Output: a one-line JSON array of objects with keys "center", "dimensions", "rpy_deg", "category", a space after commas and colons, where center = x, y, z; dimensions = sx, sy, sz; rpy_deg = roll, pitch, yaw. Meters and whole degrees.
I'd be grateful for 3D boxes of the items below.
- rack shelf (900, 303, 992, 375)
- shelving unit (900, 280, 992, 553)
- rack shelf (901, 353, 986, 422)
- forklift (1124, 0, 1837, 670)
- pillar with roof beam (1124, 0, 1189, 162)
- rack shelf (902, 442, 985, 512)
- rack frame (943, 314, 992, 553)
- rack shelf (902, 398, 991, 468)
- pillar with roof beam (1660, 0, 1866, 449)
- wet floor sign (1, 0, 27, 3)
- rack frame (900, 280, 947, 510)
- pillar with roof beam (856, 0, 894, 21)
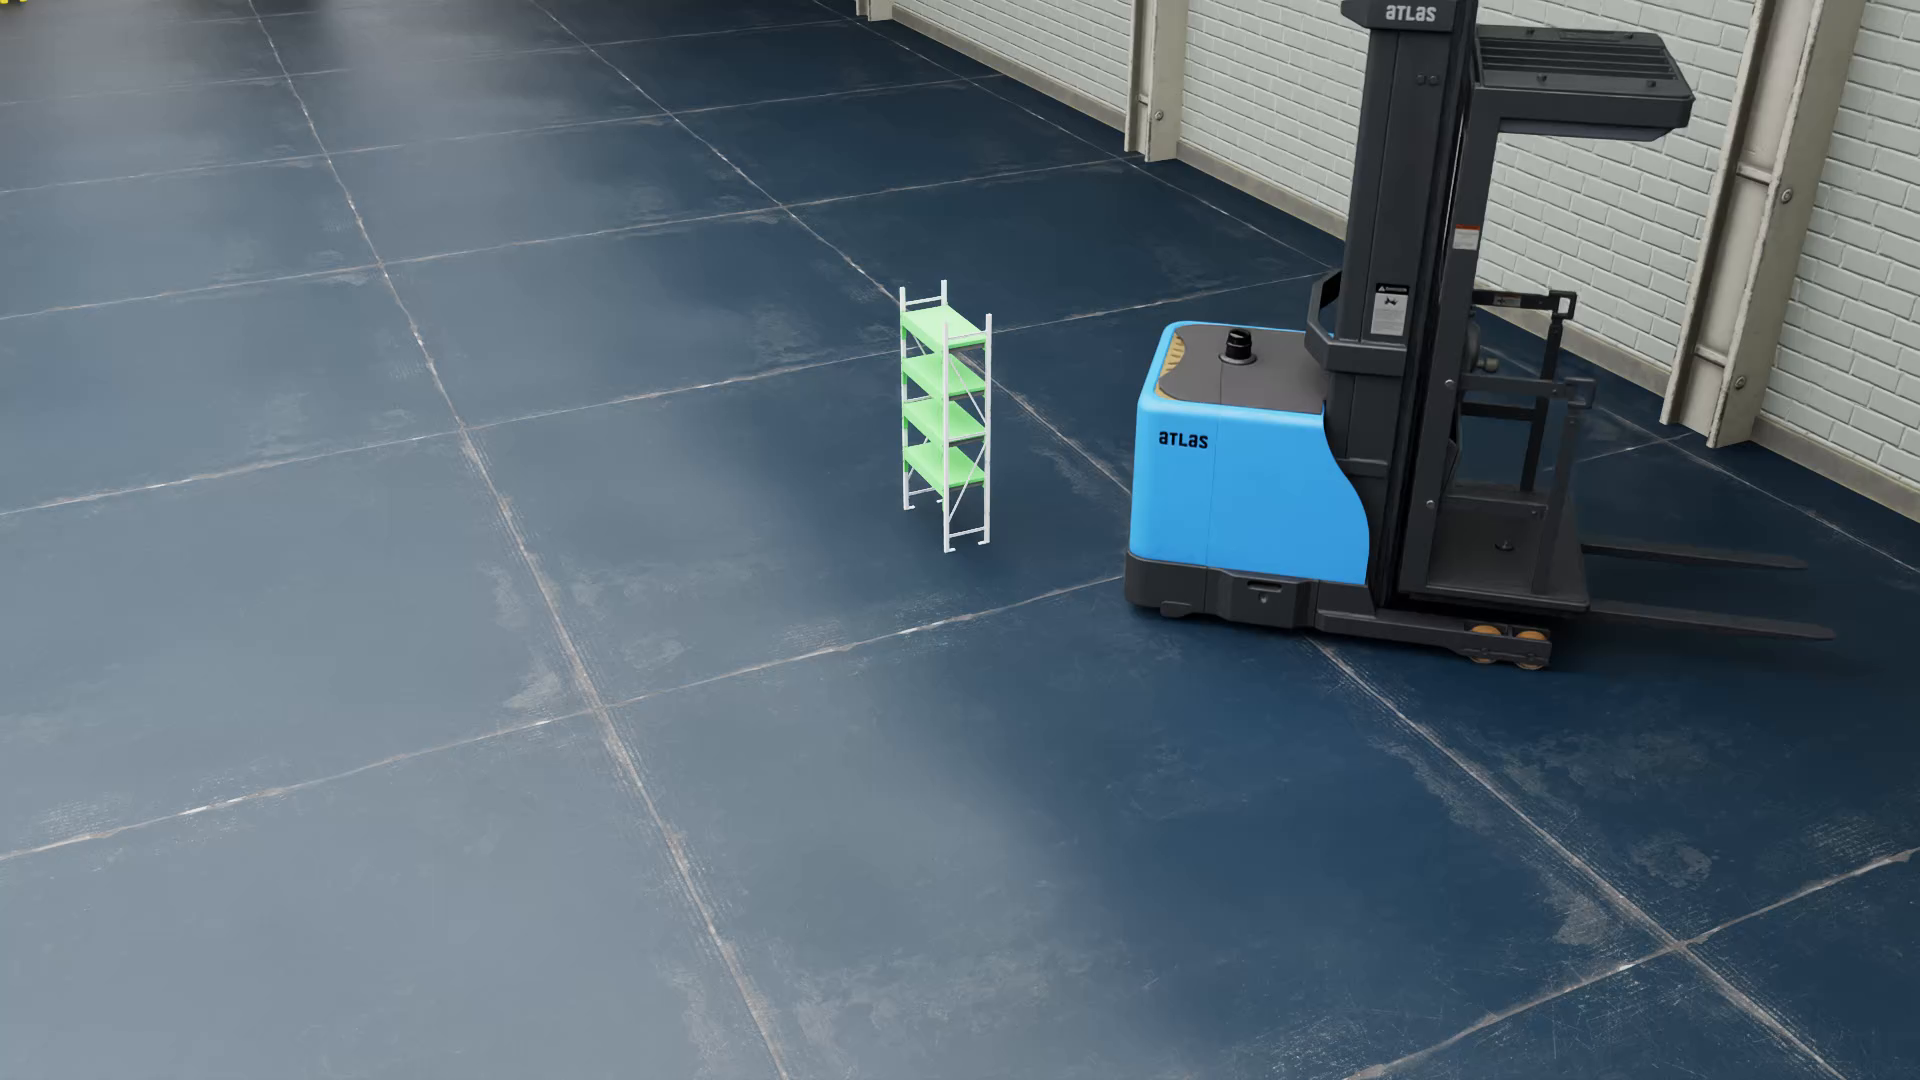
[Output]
[{"center": [-0.071, -0.959, 7.883], "dimensions": [0.258, 0.148, 0.480], "rpy_deg": [-13, 32, -22], "category": "rack shelf"}, {"center": [-0.071, -0.596, 8.087], "dimensions": [0.258, 1.200, 0.503], "rpy_deg": [-13, 32, -22], "category": "shelving unit"}, {"center": [-0.071, -0.750, 8.001], "dimensions": [0.258, 0.148, 0.480], "rpy_deg": [-13, 32, -22], "category": "rack shelf"}, {"center": [2.329, -1.001, 7.038], "dimensions": [3.031, 2.935, 1.130], "rpy_deg": [7, 30, 12], "category": "forklift"}, {"center": [-2.267, -6.292, 10.271], "dimensions": [9.100, 9.000, 0.400], "rpy_deg": [-13, 32, -22], "category": "pillar with roof beam"}, {"center": [-0.071, -0.331, 8.236], "dimensions": [0.258, 0.148, 0.480], "rpy_deg": [-13, 32, -22], "category": "rack shelf"}, {"center": [0.034, -0.489, 7.895], "dimensions": [0.240, 1.200, 0.015], "rpy_deg": [-13, 32, -22], "category": "rack frame"}, {"center": [-0.071, -0.541, 8.118], "dimensions": [0.258, 0.148, 0.480], "rpy_deg": [-13, 32, -22], "category": "rack shelf"}, {"center": [0.309, -3.642, 5.544], "dimensions": [9.100, 9.000, 0.400], "rpy_deg": [-13, 32, -22], "category": "pillar with roof beam"}, {"center": [-11.154, -6.632, 19.417], "dimensions": [0.267, 0.644, 0.232], "rpy_deg": [-19, 35, -30], "category": "wet floor sign"}, {"center": [-0.176, -0.704, 8.279], "dimensions": [0.240, 1.200, 0.015], "rpy_deg": [-13, 32, -22], "category": "rack frame"}, {"center": [-4.843, -8.943, 14.997], "dimensions": [9.100, 9.000, 0.400], "rpy_deg": [-13, 32, -22], "category": "pillar with roof beam"}]
